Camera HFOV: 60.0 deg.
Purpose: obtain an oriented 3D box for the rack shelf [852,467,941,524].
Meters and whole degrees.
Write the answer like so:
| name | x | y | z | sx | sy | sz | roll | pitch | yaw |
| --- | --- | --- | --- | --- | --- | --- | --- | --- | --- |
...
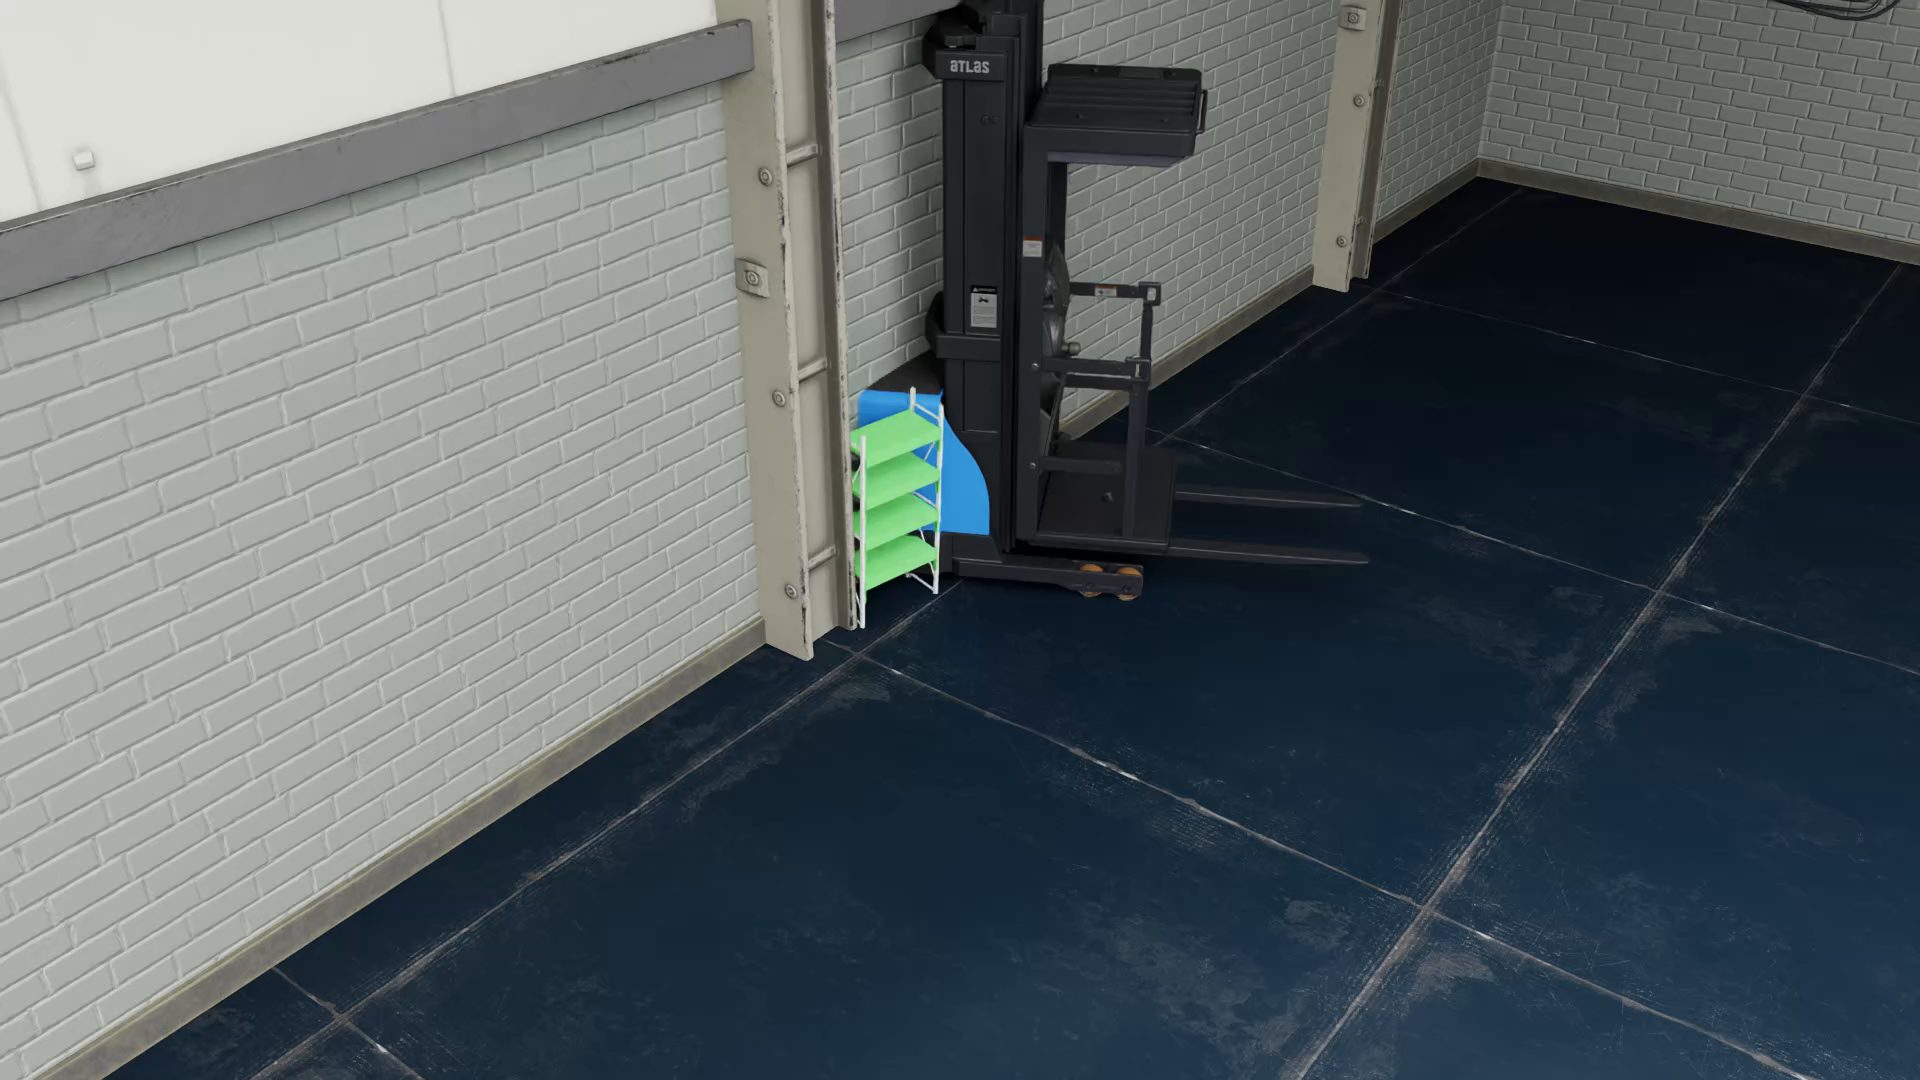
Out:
| name | x | y | z | sx | sy | sz | roll | pitch | yaw |
| --- | --- | --- | --- | --- | --- | --- | --- | --- | --- |
| rack shelf | -0.362 | -0.273 | 8.308 | 0.480 | 0.148 | 0.258 | -24 | 42 | -34 |

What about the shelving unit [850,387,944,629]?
| name | x | y | z | sx | sy | sz | roll | pitch | yaw |
| --- | --- | --- | --- | --- | --- | --- | --- | --- | --- |
| shelving unit | -0.368 | -0.127 | 8.406 | 0.503 | 1.200 | 0.258 | -24 | 42 | -34 |

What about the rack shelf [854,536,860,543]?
| name | x | y | z | sx | sy | sz | roll | pitch | yaw |
| --- | --- | --- | --- | --- | --- | --- | --- | --- | --- |
| rack shelf | -0.369 | -0.098 | 8.425 | 0.442 | 0.029 | 0.199 | -24 | 42 | -34 |

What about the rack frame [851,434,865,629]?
| name | x | y | z | sx | sy | sz | roll | pitch | yaw |
| --- | --- | --- | --- | --- | --- | --- | --- | --- | --- |
| rack frame | -0.552 | -0.044 | 8.269 | 0.015 | 1.200 | 0.240 | -24 | 42 | -34 |

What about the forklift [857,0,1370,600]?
| name | x | y | z | sx | sy | sz | roll | pitch | yaw |
| --- | --- | --- | --- | --- | --- | --- | --- | --- | --- |
| forklift | 0.678 | -1.240 | 8.468 | 3.031 | 2.935 | 1.130 | 5 | 31 | 8 |

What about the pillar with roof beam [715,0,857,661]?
| name | x | y | z | sx | sy | sz | roll | pitch | yaw |
| --- | --- | --- | --- | --- | --- | --- | --- | --- | --- |
| pillar with roof beam | 2.670 | -2.073 | 3.922 | 9.100 | 9.000 | 0.400 | 21 | 37 | 31 |

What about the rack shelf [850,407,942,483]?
| name | x | y | z | sx | sy | sz | roll | pitch | yaw |
| --- | --- | --- | --- | --- | --- | --- | --- | --- | --- |
| rack shelf | -0.353 | -0.473 | 8.175 | 0.480 | 0.148 | 0.258 | -24 | 42 | -34 |

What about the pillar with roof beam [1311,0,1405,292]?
| name | x | y | z | sx | sy | sz | roll | pitch | yaw |
| --- | --- | --- | --- | --- | --- | --- | --- | --- | --- |
| pillar with roof beam | 6.292 | -4.512 | 8.037 | 9.100 | 9.000 | 0.400 | 21 | 37 | 31 |

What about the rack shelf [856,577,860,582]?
| name | x | y | z | sx | sy | sz | roll | pitch | yaw |
| --- | --- | --- | --- | --- | --- | --- | --- | --- | --- |
| rack shelf | -0.377 | 0.102 | 8.558 | 0.442 | 0.029 | 0.199 | -24 | 42 | -34 |

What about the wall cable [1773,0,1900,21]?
| name | x | y | z | sx | sy | sz | roll | pitch | yaw |
| --- | --- | --- | --- | --- | --- | --- | --- | --- | --- |
| wall cable | 5.692 | -5.292 | 12.398 | 3.097 | 2.526 | 0.112 | 21 | 37 | 31 |

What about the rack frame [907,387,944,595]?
| name | x | y | z | sx | sy | sz | roll | pitch | yaw |
| --- | --- | --- | --- | --- | --- | --- | --- | --- | --- |
| rack frame | -0.183 | -0.210 | 8.542 | 0.015 | 1.200 | 0.240 | -24 | 42 | -34 |
